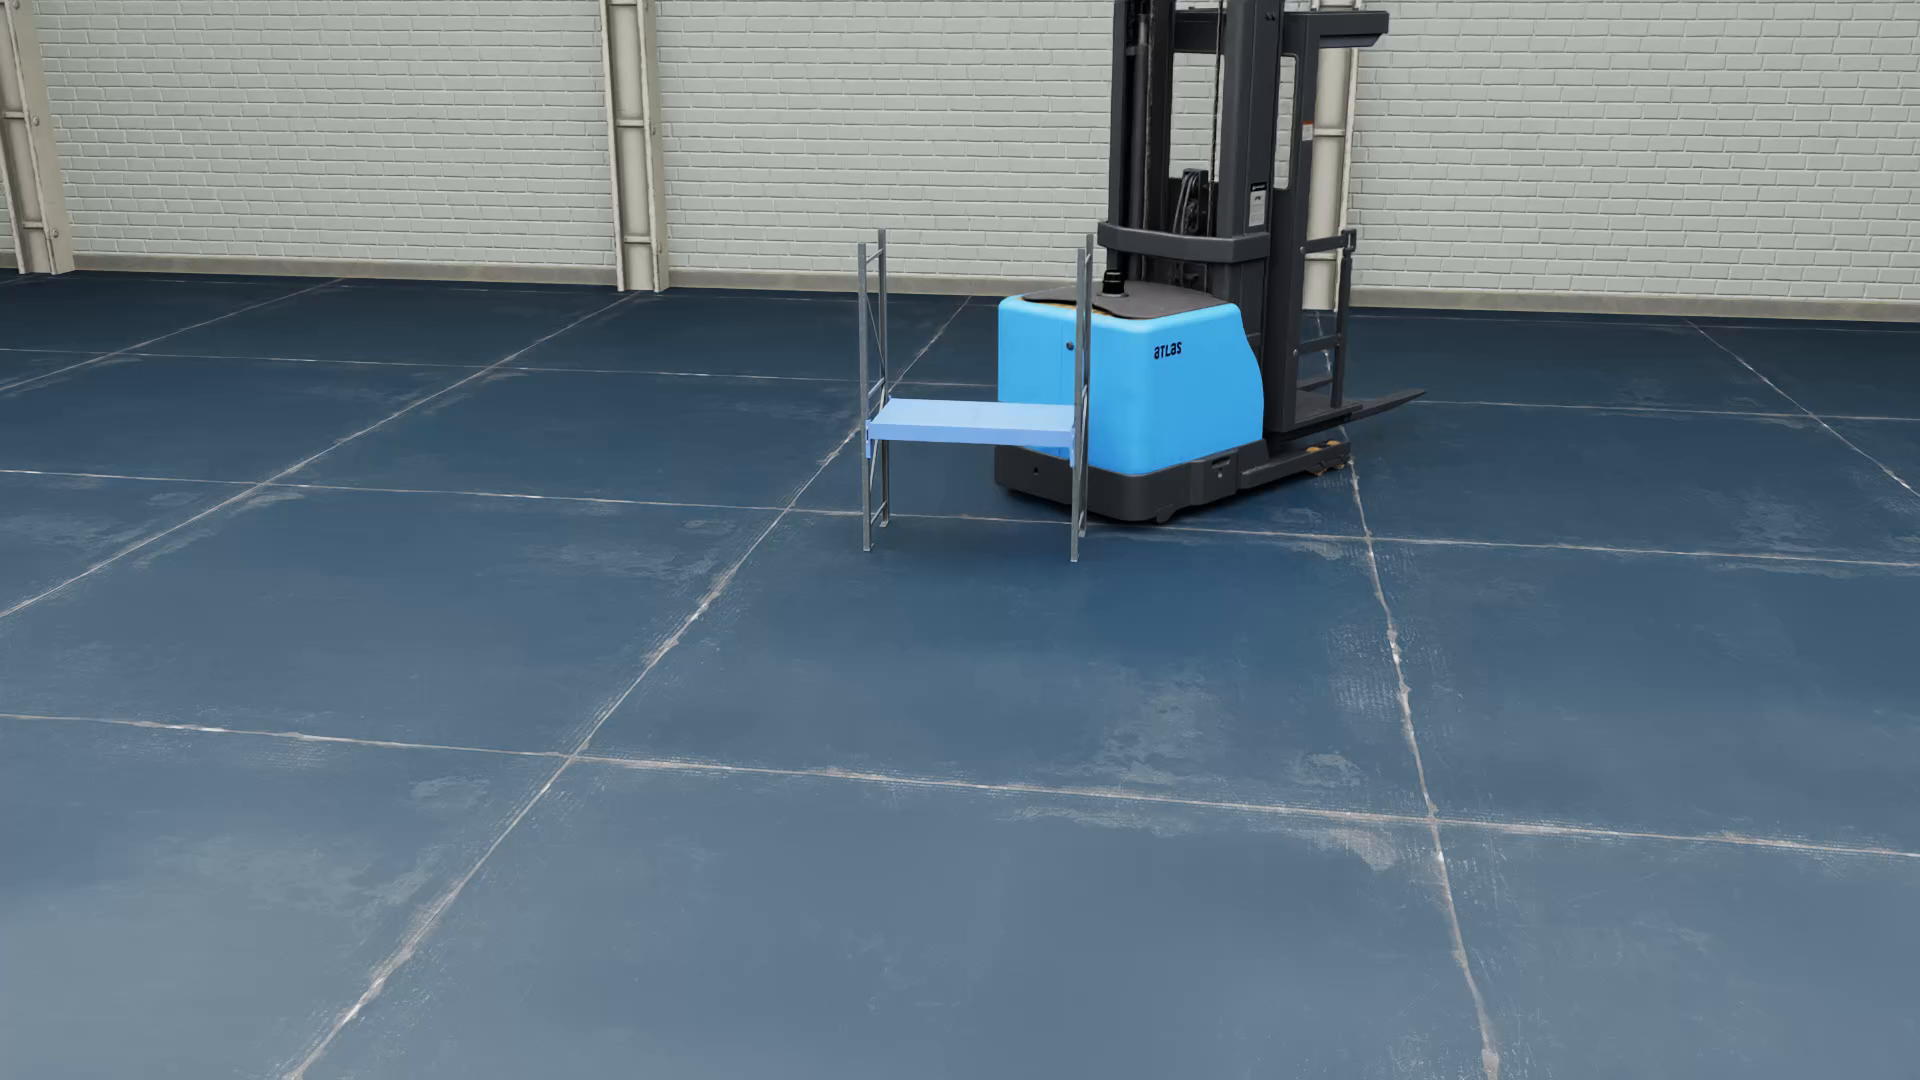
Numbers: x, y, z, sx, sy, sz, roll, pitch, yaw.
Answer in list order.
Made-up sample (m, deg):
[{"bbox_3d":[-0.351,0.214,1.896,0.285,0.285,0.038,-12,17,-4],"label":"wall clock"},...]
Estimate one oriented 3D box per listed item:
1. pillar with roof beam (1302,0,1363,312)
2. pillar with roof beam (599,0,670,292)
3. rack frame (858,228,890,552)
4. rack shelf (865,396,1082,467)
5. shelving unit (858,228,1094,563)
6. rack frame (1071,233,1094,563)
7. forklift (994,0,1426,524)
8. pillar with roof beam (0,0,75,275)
[{"bbox_3d":[2.364,-4.908,8.789,0.400,9.000,9.100,3,19,9],"label":"pillar with roof beam"},{"bbox_3d":[-3.560,-5.210,9.692,0.400,9.000,9.100,3,19,9],"label":"pillar with roof beam"},{"bbox_3d":[-0.418,-0.733,8.129,0.032,1.500,0.500,3,19,9],"label":"rack frame"},{"bbox_3d":[0.084,-0.536,8.109,1.000,0.185,0.538,3,19,9],"label":"rack shelf"},{"bbox_3d":[0.084,-0.707,8.052,1.048,1.500,0.538,3,19,9],"label":"shelving unit"},{"bbox_3d":[0.586,-0.681,7.976,0.032,1.500,0.500,3,19,9],"label":"rack frame"},{"bbox_3d":[1.595,-1.854,9.225,3.031,2.935,1.130,-17,25,-41],"label":"forklift"},{"bbox_3d":[-9.484,-5.512,10.594,0.400,9.000,9.100,3,19,9],"label":"pillar with roof beam"}]
